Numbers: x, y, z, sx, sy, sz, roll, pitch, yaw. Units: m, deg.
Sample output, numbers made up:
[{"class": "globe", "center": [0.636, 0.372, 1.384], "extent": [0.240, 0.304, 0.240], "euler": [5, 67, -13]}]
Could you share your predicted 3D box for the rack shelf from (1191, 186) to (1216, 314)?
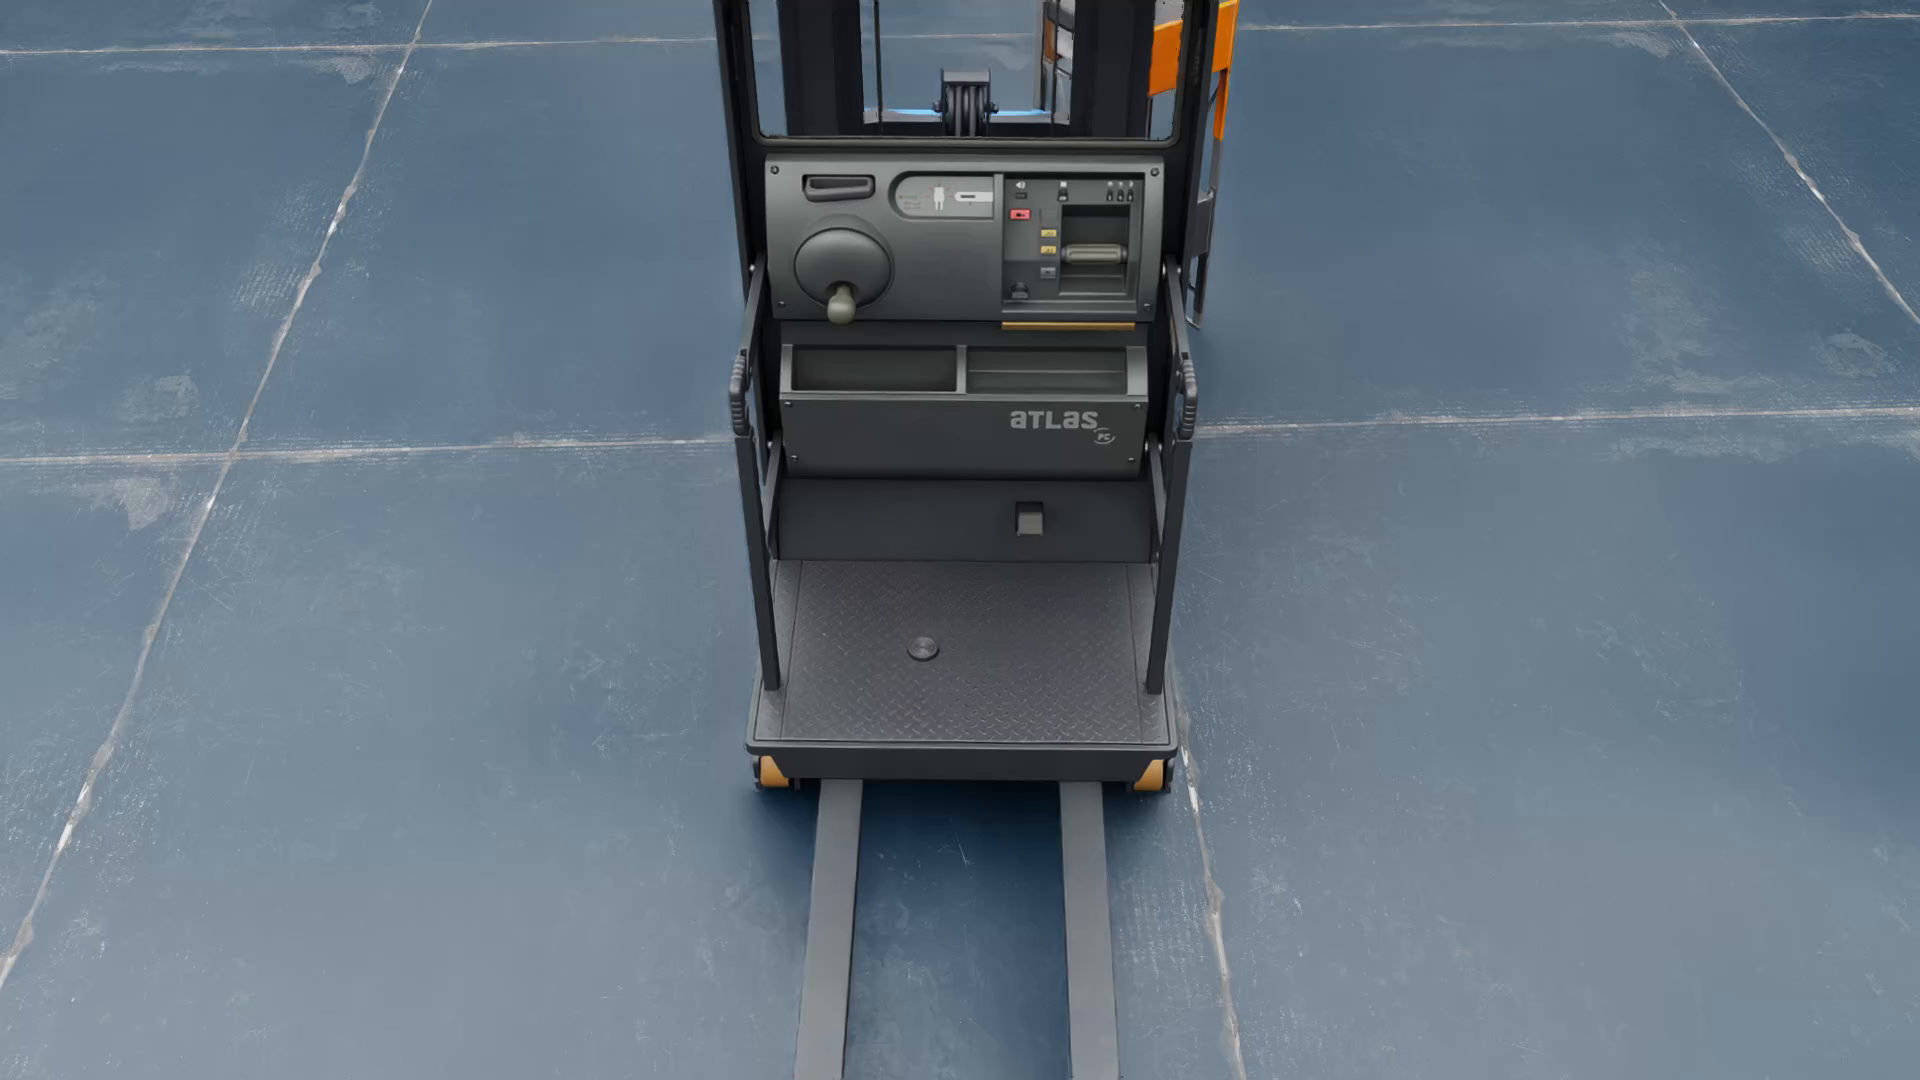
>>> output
[{"class": "rack shelf", "center": [0.564, -1.034, 5.880], "extent": [0.480, 0.518, 0.431], "euler": [-25, 48, -25]}]

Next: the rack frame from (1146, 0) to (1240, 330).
[{"class": "rack frame", "center": [0.763, -1.655, 5.501], "extent": [0.015, 2.100, 0.400], "euler": [-25, 48, -25]}]

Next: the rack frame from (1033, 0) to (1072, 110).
[{"class": "rack frame", "center": [0.364, -1.465, 5.295], "extent": [0.015, 2.100, 0.400], "euler": [-25, 48, -25]}]

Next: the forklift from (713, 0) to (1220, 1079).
[{"class": "forklift", "center": [0.010, -0.619, 3.756], "extent": [1.130, 2.935, 3.031], "euler": [0, 43, 1]}]

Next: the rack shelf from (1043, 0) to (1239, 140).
[{"class": "rack shelf", "center": [0.564, -1.550, 5.407], "extent": [0.480, 0.518, 0.431], "euler": [-25, 48, -25]}]

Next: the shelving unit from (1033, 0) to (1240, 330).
[{"class": "shelving unit", "center": [0.564, -1.560, 5.398], "extent": [0.503, 2.100, 0.431], "euler": [-25, 48, -25]}]
